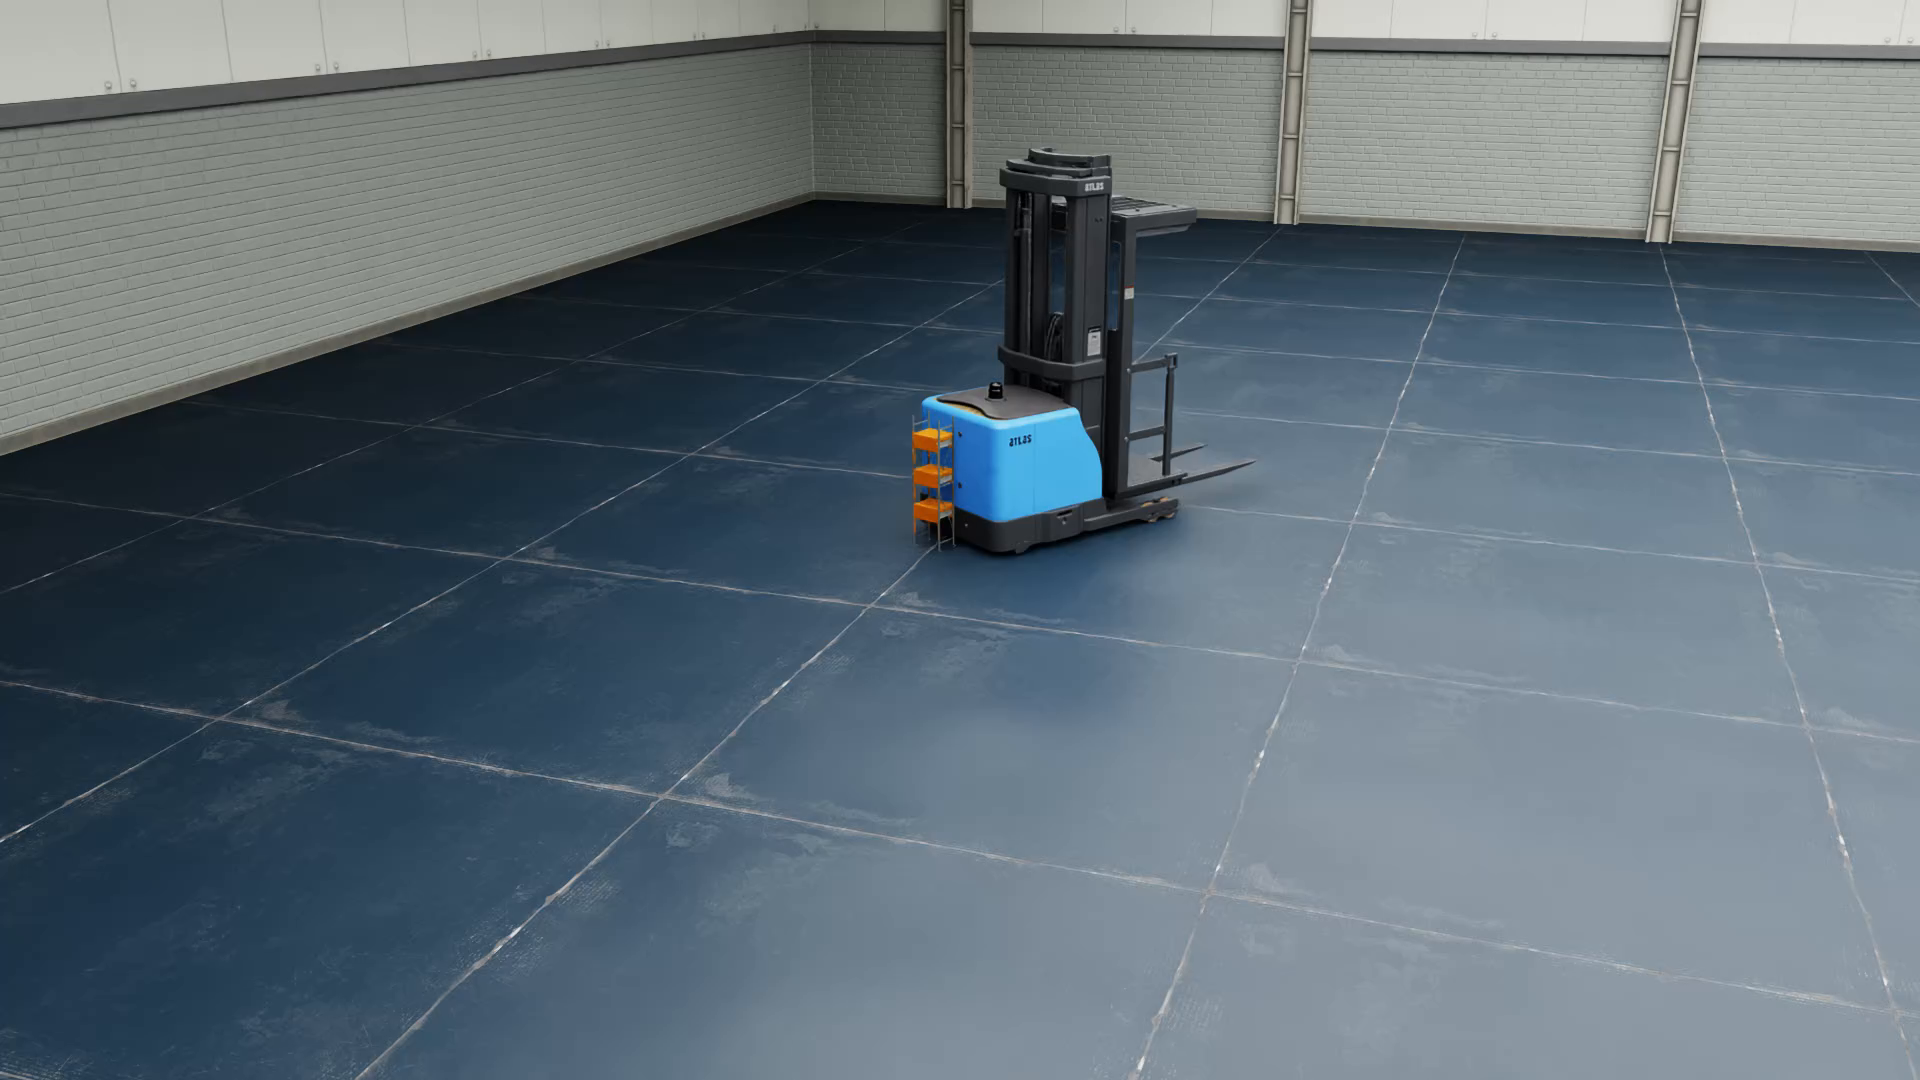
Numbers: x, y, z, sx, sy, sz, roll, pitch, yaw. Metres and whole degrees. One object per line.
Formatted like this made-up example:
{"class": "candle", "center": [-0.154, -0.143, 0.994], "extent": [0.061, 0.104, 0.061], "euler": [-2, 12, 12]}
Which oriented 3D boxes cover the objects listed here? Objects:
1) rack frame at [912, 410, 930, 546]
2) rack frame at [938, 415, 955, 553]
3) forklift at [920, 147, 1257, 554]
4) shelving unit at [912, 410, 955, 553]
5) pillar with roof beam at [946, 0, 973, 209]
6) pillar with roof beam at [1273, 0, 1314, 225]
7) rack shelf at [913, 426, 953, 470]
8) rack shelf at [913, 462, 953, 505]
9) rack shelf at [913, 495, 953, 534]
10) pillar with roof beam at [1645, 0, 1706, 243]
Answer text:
{"class": "rack frame", "center": [-0.297, -0.472, 12.834], "extent": [0.008, 1.050, 0.200], "euler": [14, 24, 35]}
{"class": "rack frame", "center": [-0.104, -0.422, 12.693], "extent": [0.008, 1.050, 0.200], "euler": [14, 24, 35]}
{"class": "forklift", "center": [1.164, -1.649, 13.353], "extent": [3.031, 2.935, 1.130], "euler": [-14, 24, -35]}
{"class": "shelving unit", "center": [-0.201, -0.447, 12.763], "extent": [0.252, 1.050, 0.215], "euler": [14, 24, 35]}
{"class": "pillar with roof beam", "center": [-1.420, -9.055, 25.383], "extent": [0.400, 9.000, 9.100], "euler": [7, 20, 18]}
{"class": "pillar with roof beam", "center": [4.248, -8.407, 23.524], "extent": [0.400, 9.000, 9.100], "euler": [7, 20, 18]}
{"class": "rack shelf", "center": [-0.201, -0.705, 12.674], "extent": [0.240, 0.259, 0.215], "euler": [14, 24, 35]}
{"class": "rack shelf", "center": [-0.201, -0.437, 12.767], "extent": [0.240, 0.259, 0.215], "euler": [14, 24, 35]}
{"class": "rack shelf", "center": [-0.201, -0.175, 12.858], "extent": [0.240, 0.259, 0.215], "euler": [14, 24, 35]}
{"class": "pillar with roof beam", "center": [9.916, -7.759, 21.665], "extent": [0.400, 9.000, 9.100], "euler": [7, 20, 18]}
